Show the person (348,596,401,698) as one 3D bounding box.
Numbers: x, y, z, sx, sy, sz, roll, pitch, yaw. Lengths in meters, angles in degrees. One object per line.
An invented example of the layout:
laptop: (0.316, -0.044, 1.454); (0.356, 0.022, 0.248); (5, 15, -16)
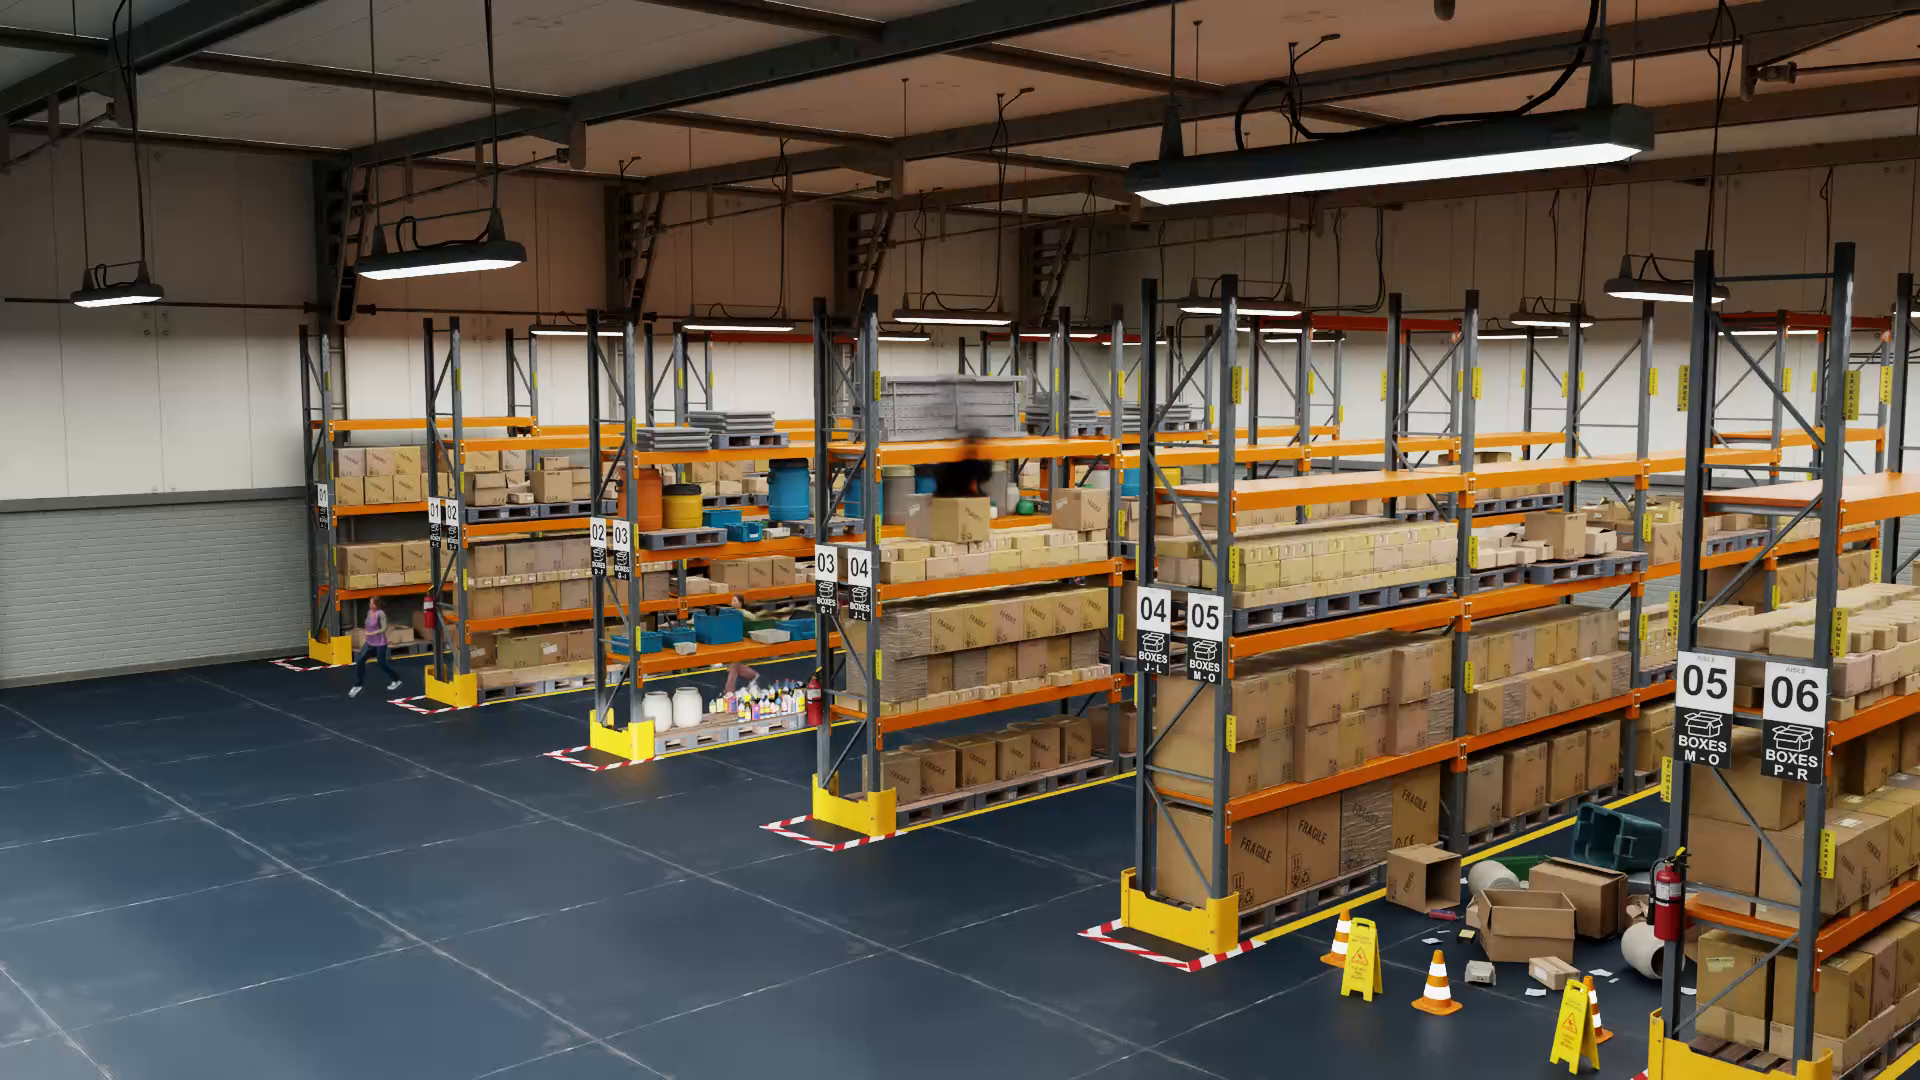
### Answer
person: (-9.337, 1.685, 26.604); (0.538, 1.612, 0.830); (4, 7, 33)

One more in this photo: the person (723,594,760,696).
person: (-3.502, 1.675, 26.296); (0.578, 1.663, 0.935); (5, 7, 38)

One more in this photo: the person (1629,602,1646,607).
person: (10.165, 1.796, 25.071); (0.714, 1.757, 0.556); (-6, 8, -44)
